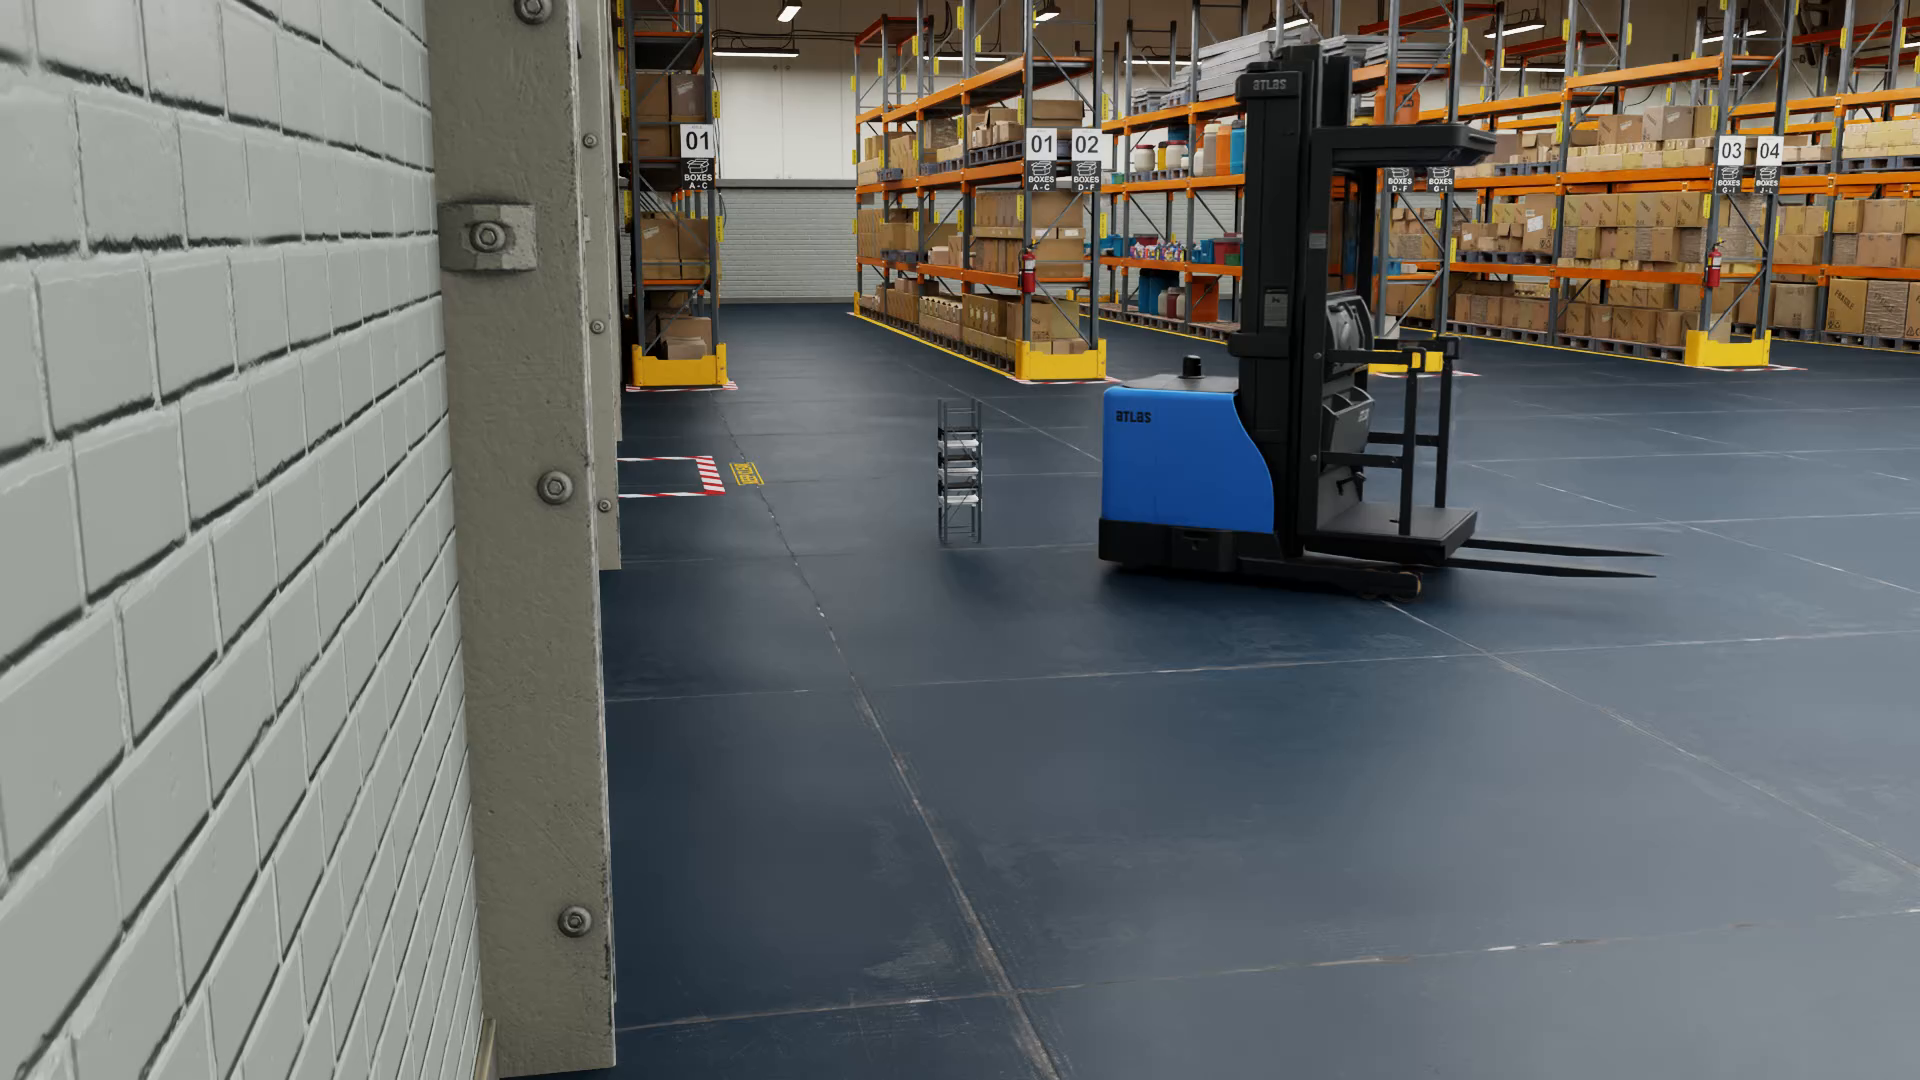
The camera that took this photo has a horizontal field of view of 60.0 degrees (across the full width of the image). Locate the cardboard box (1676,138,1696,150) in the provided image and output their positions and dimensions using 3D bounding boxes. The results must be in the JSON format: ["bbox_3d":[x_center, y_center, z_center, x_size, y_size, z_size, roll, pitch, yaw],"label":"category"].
[{"bbox_3d":[10.581,-5.711,23.991,0.380,0.149,0.250,-3,11,-13],"label":"cardboard box"}]

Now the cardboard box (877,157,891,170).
[{"bbox_3d":[-1.375,-7.543,33.349,0.500,0.250,0.500,-2,11,-11],"label":"cardboard box"}]

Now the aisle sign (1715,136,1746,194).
[{"bbox_3d":[10.755,-5.232,23.211,0.394,0.787,0.004,-2,11,-11],"label":"aisle sign"}]

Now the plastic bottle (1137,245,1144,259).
[{"bbox_3d":[3.633,-5.771,33.328,0.152,0.276,0.135,-2,11,-11],"label":"plastic bottle"}]

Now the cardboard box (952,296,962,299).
[{"bbox_3d":[0.107,-4.129,29.098,0.500,0.311,0.500,-2,11,-10],"label":"cardboard box"}]

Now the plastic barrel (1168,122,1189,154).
[{"bbox_3d":[4.327,-7.617,32.206,0.600,0.901,0.708,-2,11,-11],"label":"plastic barrel"}]

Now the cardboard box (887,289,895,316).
[{"bbox_3d":[-1.159,-4.709,32.925,0.500,0.500,0.500,-3,11,-14],"label":"cardboard box"}]

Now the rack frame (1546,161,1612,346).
[{"bbox_3d":[10.260,-4.711,27.425,1.000,3.000,0.127,-2,11,-11],"label":"rack frame"}]

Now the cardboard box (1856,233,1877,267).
[{"bbox_3d":[15.357,-4.779,27.383,0.875,0.550,0.550,-2,11,-11],"label":"cardboard box"}]

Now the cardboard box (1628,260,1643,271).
[{"bbox_3d":[10.385,-4.170,25.255,0.380,0.149,0.250,-2,11,-11],"label":"cardboard box"}]

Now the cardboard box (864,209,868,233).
[{"bbox_3d":[-1.763,-6.814,35.533,0.500,0.500,0.500,-2,11,-10],"label":"cardboard box"}]

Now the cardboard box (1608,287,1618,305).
[{"bbox_3d":[13.692,-4.981,34.405,0.500,0.500,0.500,-2,11,-10],"label":"cardboard box"}]

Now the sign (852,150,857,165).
[{"bbox_3d":[-2.324,-8.435,36.634,0.100,0.325,0.005,-2,11,-11],"label":"sign"}]

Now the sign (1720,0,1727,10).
[{"bbox_3d":[10.489,-7.445,22.821,0.100,0.325,0.005,-2,11,-11],"label":"sign"}]

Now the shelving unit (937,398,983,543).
[{"bbox_3d":[-0.002,-0.444,10.620,0.258,0.900,0.210,-2,11,-11],"label":"shelving unit"}]

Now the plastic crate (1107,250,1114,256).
[{"bbox_3d":[3.364,-6.088,35.235,0.437,0.125,0.590,-2,11,-11],"label":"plastic crate"}]

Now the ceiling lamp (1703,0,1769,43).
[{"bbox_3d":[16.444,-12.121,34.700,0.800,3.185,2.000,-2,11,-11],"label":"ceiling lamp"}]

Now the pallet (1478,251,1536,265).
[{"bbox_3d":[9.907,-4.989,29.398,1.003,0.211,1.213,-2,11,-11],"label":"pallet"}]

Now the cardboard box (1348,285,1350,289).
[{"bbox_3d":[8.848,-5.224,34.681,1.225,0.875,0.875,-2,11,-11],"label":"cardboard box"}]

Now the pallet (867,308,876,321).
[{"bbox_3d":[-1.387,-4.799,35.346,1.003,0.211,1.213,-2,11,-11],"label":"pallet"}]

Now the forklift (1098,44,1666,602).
[{"bbox_3d":[2.366,-1.218,9.256,3.031,2.935,1.130,5,12,26],"label":"forklift"}]

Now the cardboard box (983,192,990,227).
[{"bbox_3d":[0.734,-4.864,24.493,0.700,0.500,0.500,-2,11,-11],"label":"cardboard box"}]

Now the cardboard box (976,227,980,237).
[{"bbox_3d":[0.453,-4.617,24.929,0.380,0.149,0.250,-2,11,-10],"label":"cardboard box"}]

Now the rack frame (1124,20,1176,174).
[{"bbox_3d":[3.845,-8.945,33.627,1.000,3.000,0.127,-2,11,-11],"label":"rack frame"}]

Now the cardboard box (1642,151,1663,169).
[{"bbox_3d":[10.503,-5.642,24.697,0.500,0.250,0.500,-2,11,-10],"label":"cardboard box"}]

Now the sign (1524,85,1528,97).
[{"bbox_3d":[13.359,-10.574,39.262,0.100,0.325,0.005,-2,11,-11],"label":"sign"}]

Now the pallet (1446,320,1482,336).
[{"bbox_3d":[9.632,-3.931,30.787,1.003,0.211,1.213,-2,11,-11],"label":"pallet"}]

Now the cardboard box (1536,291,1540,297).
[{"bbox_3d":[13.129,-5.485,37.200,0.380,0.149,0.250,-2,11,-10],"label":"cardboard box"}]

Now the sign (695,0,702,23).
[{"bbox_3d":[-3.781,-7.632,24.016,0.100,0.325,0.005,-2,11,-11],"label":"sign"}]

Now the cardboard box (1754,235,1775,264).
[{"bbox_3d":[14.584,-5.193,29.692,0.500,0.500,0.500,-2,11,-10],"label":"cardboard box"}]

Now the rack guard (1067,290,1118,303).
[{"bbox_3d":[3.050,-5.508,38.297,1.175,0.500,0.348,-2,11,-11],"label":"rack guard"}]

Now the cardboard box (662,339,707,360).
[{"bbox_3d":[-3.585,-2.462,21.626,0.500,0.311,0.500,-3,11,-17],"label":"cardboard box"}]

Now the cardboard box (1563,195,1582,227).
[{"bbox_3d":[10.098,-5.306,26.813,0.500,0.500,0.500,-2,11,-11],"label":"cardboard box"}]

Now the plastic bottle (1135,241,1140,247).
[{"bbox_3d":[3.604,-5.890,33.752,0.144,0.351,0.185,-2,11,-11],"label":"plastic bottle"}]

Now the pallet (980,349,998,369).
[{"bbox_3d":[0.896,-2.610,23.845,1.003,0.211,1.213,-2,11,-11],"label":"pallet"}]

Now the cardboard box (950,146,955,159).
[{"bbox_3d":[0.127,-6.409,27.603,0.500,0.250,0.500,-2,11,-12],"label":"cardboard box"}]

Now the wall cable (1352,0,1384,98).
[{"bbox_3d":[10.207,-12.602,44.234,2.277,5.999,0.120,-2,11,-11],"label":"wall cable"}]

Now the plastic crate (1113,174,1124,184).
[{"bbox_3d":[3.466,-7.434,34.278,0.450,0.188,0.662,-2,11,-11],"label":"plastic crate"}]

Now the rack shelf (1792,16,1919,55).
[{"bbox_3d":[18.814,-10.398,34.296,1.077,0.370,4.000,-2,11,-11],"label":"rack shelf"}]

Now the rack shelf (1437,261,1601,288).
[{"bbox_3d":[9.871,-4.724,29.420,1.077,0.370,4.000,-2,11,-11],"label":"rack shelf"}]

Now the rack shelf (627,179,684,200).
[{"bbox_3d":[-5.483,-6.391,30.155,1.077,0.370,4.000,-2,11,-11],"label":"rack shelf"}]

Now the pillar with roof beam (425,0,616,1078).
[{"bbox_3d":[3.200,-3.336,4.158,9.100,9.000,0.400,-2,11,-11],"label":"pillar with roof beam"}]

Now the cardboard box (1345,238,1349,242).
[{"bbox_3d":[8.360,-6.322,35.496,0.500,0.250,0.500,-2,11,-12],"label":"cardboard box"}]

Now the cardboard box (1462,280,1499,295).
[{"bbox_3d":[9.641,-4.679,30.762,0.500,0.250,0.500,-2,11,-9],"label":"cardboard box"}]

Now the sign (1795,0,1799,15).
[{"bbox_3d":[11.570,-7.442,23.019,0.100,0.325,0.005,-2,11,-11],"label":"sign"}]

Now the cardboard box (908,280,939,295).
[{"bbox_3d":[-0.663,-4.615,30.423,0.500,0.250,0.500,-2,11,-9],"label":"cardboard box"}]

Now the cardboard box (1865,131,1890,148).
[{"bbox_3d":[15.065,-6.482,26.922,0.500,0.250,0.500,-2,11,-11],"label":"cardboard box"}]

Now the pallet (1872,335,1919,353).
[{"bbox_3d":[15.456,-3.136,26.611,1.003,0.211,1.213,-2,11,-11],"label":"pallet"}]

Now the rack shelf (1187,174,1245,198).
[{"bbox_3d":[5.012,-6.018,28.193,1.077,0.370,4.000,-2,11,-11],"label":"rack shelf"}]

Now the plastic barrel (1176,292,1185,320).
[{"bbox_3d":[4.314,-4.438,31.522,0.421,0.512,0.421,0,11,0],"label":"plastic barrel"}]

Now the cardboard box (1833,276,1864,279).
[{"bbox_3d":[18.980,-5.261,34.874,0.875,0.875,0.875,-2,11,-10],"label":"cardboard box"}]

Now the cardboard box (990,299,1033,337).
[{"bbox_3d":[0.715,-3.112,23.250,0.500,0.500,0.500,-2,11,-11],"label":"cardboard box"}]

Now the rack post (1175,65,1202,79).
[{"bbox_3d":[4.376,-8.604,30.456,0.624,0.289,0.986,-2,11,-11],"label":"rack post"}]

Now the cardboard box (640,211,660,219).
[{"bbox_3d":[-5.437,-5.551,28.719,0.500,0.250,0.500,-2,11,-9],"label":"cardboard box"}]

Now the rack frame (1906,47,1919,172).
[{"bbox_3d":[19.202,-8.752,32.612,1.000,3.000,0.127,-2,11,-11],"label":"rack frame"}]
